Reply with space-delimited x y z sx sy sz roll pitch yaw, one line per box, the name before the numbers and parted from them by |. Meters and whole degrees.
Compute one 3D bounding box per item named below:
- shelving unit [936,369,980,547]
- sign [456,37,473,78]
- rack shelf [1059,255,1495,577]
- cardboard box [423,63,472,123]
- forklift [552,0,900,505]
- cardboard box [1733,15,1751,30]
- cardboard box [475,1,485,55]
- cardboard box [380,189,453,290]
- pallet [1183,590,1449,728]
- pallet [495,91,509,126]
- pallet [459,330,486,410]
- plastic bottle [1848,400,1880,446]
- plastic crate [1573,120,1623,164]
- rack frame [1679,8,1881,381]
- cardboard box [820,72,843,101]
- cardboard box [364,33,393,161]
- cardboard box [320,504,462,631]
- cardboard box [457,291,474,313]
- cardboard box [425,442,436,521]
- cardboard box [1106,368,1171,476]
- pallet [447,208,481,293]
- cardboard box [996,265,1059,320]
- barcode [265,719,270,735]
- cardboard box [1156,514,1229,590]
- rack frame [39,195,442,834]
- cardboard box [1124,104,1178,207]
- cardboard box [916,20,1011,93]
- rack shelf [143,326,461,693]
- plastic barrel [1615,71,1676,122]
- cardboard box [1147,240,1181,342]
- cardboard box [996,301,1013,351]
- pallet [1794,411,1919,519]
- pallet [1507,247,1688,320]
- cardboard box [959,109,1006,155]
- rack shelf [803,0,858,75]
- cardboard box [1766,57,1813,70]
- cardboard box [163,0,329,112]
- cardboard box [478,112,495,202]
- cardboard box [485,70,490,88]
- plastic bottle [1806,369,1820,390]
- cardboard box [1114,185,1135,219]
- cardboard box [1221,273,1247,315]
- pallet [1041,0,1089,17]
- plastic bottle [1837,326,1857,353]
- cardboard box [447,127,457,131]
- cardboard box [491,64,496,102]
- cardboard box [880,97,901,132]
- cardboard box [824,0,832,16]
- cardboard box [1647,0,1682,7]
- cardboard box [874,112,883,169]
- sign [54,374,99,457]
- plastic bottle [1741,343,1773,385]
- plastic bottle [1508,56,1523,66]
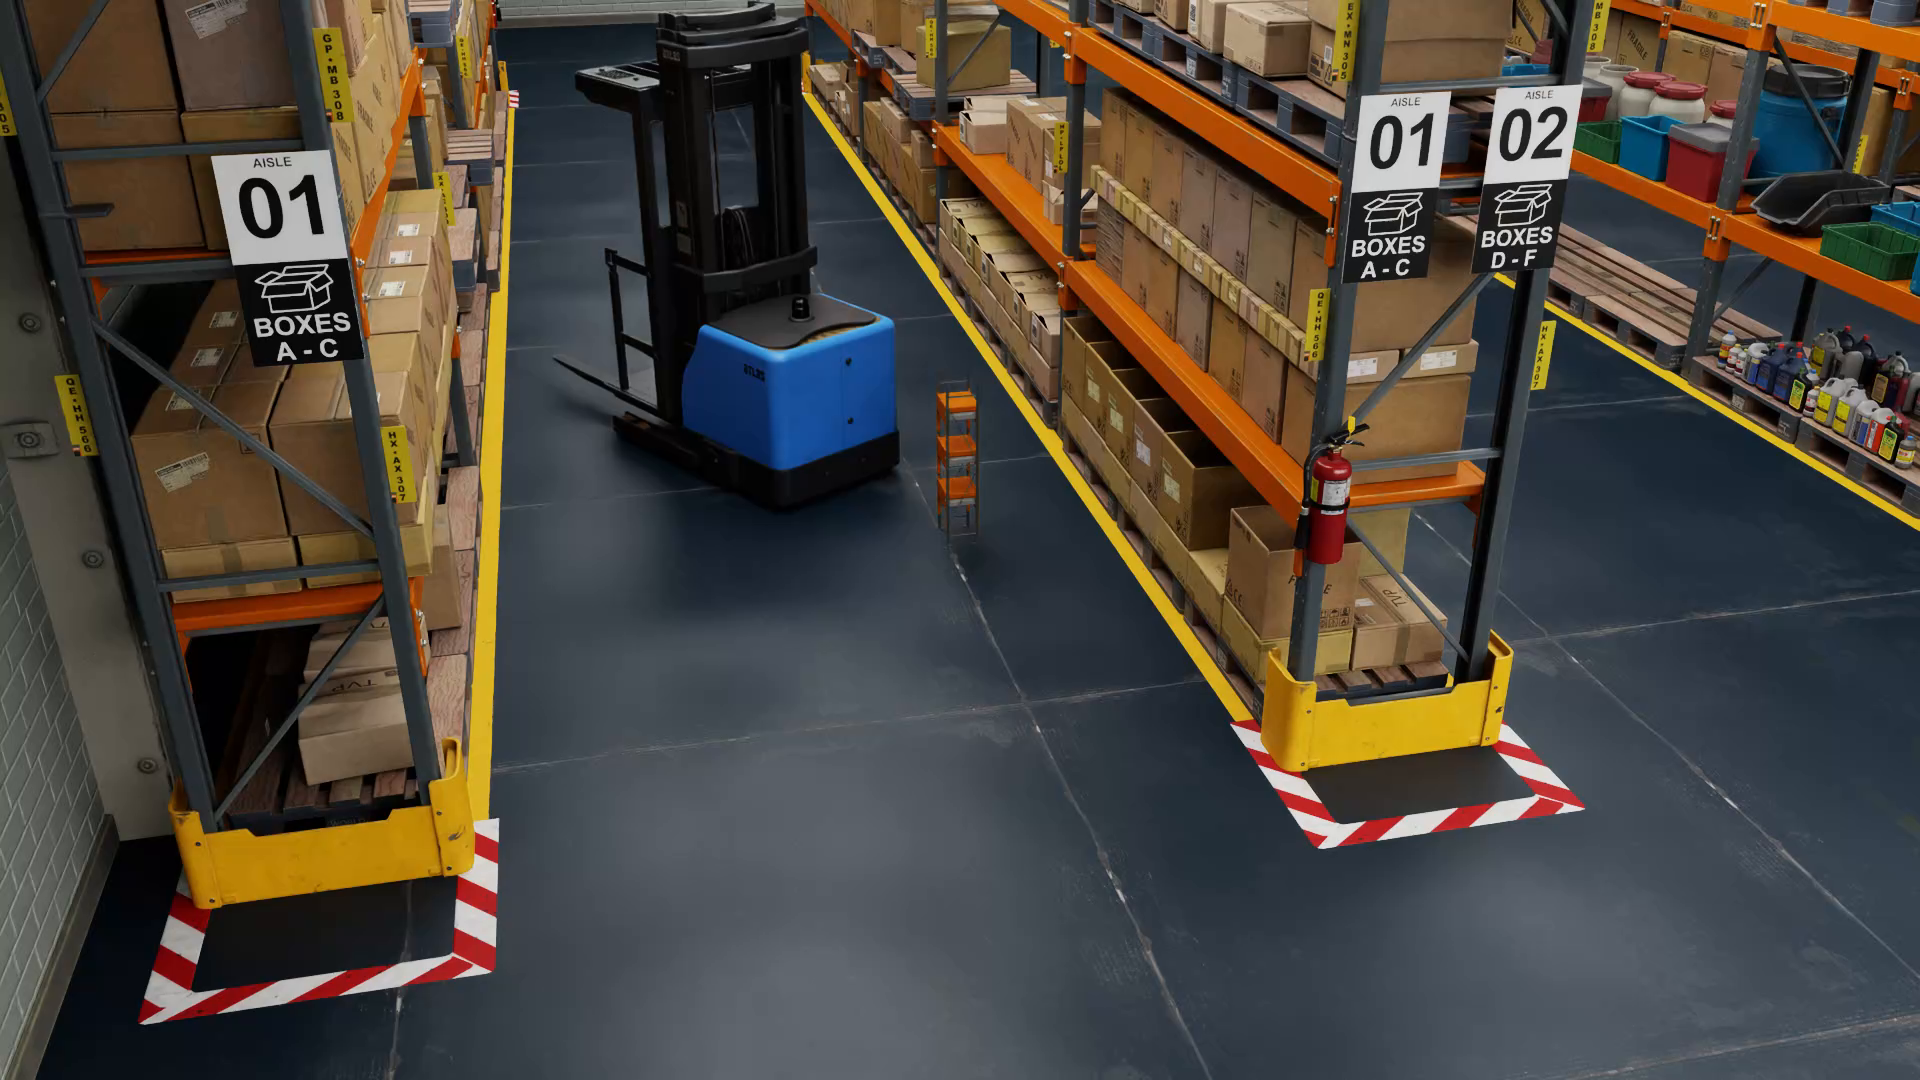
shelving unit | -0.012 -0.492 10.060 0.215 1.050 0.252 -6 27 -12
sign | -4.017 -3.906 13.463 0.100 0.325 0.005 -6 27 -12
rack shelf | 1.634 -0.915 9.532 1.077 0.370 4.000 -6 27 -12
cardboard box | -4.404 -3.791 13.969 0.500 0.500 0.500 -5 27 -10
forklift | -1.782 -2.100 11.158 1.130 2.935 3.031 -23 35 -38
cardboard box | 9.119 -6.007 18.712 0.500 0.500 0.500 -7 28 -13
cardboard box | -5.551 -5.495 17.476 0.980 0.700 0.700 -6 27 -11
cardboard box | -3.234 -1.710 9.621 0.500 0.500 0.500 -6 27 -12
pallet | 1.872 0.555 8.916 1.003 0.211 1.213 -6 27 -12
pallet | -6.090 -5.290 20.496 1.003 0.211 1.213 -6 27 -12
pallet | -4.098 -1.243 12.478 1.003 0.211 1.213 -6 27 -12
plastic bottle | 6.009 -0.776 10.993 0.152 0.276 0.135 -7 28 -13
plastic crate | 5.343 -3.257 13.609 0.450 0.188 0.662 -6 27 -12
rack frame | 6.010 -2.616 12.103 1.000 3.000 0.127 -6 27 -12
cardboard box | -1.450 -5.645 20.668 0.500 0.250 0.500 -6 27 -12
cardboard box | -2.780 -1.885 7.194 0.500 0.500 0.500 -5 27 -9
cardboard box | -3.054 0.176 8.859 0.700 0.500 0.500 -8 28 -15
cardboard box | -4.331 -2.135 13.437 0.700 0.500 0.500 -6 27 -11
cardboard box | -2.672 -0.268 7.597 0.500 0.250 0.500 -7 28 -13
cardboard box | 1.208 -0.735 10.130 0.500 0.500 0.500 -6 27 -12
pallet | -3.673 -1.874 10.847 1.003 0.211 1.213 -6 27 -12
cardboard box | 0.579 -1.920 12.689 0.500 0.311 0.500 -6 27 -12
barcode | -3.203 0.866 7.691 0.001 0.075 0.075 -6 27 -12
cardboard box | 1.437 0.039 9.430 0.500 0.250 0.500 -6 27 -12
rack frame | -2.741 0.146 6.631 1.000 3.000 0.127 -6 27 -12
cardboard box | 1.404 -2.322 9.971 0.700 0.500 0.500 -6 27 -12
cardboard box | 0.030 -4.367 14.997 0.700 0.500 0.500 -16 31 -29
rack shelf | -3.191 -0.410 8.532 1.077 0.370 4.000 -6 27 -12
plastic barrel | 5.745 -3.631 13.963 0.433 0.535 0.433 0 27 0
cardboard box | 1.524 -1.513 9.808 0.700 0.500 0.500 -6 27 -11
cardboard box | 0.579 -1.674 12.822 0.500 0.250 0.500 -5 27 -10
pallet | 6.399 -0.535 11.076 1.003 0.211 1.213 -6 27 -12
pallet | 5.517 -2.248 14.470 1.003 0.211 1.213 -6 27 -12
cardboard box | 0.295 -3.418 13.792 0.500 0.311 0.500 -6 27 -12
rack shelf | -1.070 -6.183 19.969 1.077 0.370 4.000 -6 27 -12
cardboard box | 9.605 -4.811 18.344 1.225 0.875 0.875 -6 27 -11
cardboard box | -2.591 -1.886 6.087 0.500 0.500 0.500 -8 28 -15
cardboard box | -4.969 -3.687 16.146 0.750 0.750 0.750 -5 27 -10
cardboard box | -5.531 -5.219 18.850 0.380 0.149 0.250 -7 28 -13
plastic bottle | 5.900 -1.054 11.549 0.097 0.271 0.097 0 27 0
cardboard box | 1.172 -2.087 10.226 0.380 0.149 0.250 -7 28 -13
cardboard box | 1.581 -1.294 8.653 0.380 0.149 0.250 -5 27 -10
pallet | 0.972 -3.754 11.242 0.805 0.209 1.217 -7 28 -14
plastic bottle | 6.436 -1.376 12.099 0.144 0.351 0.185 -7 28 -13
cardboard box | -4.392 -3.430 13.974 0.380 0.149 0.250 -6 27 -12
cardboard box | -6.091 -5.652 20.427 0.700 0.500 0.500 -6 27 -12
cardboard box | -0.523 -4.365 17.023 0.500 0.250 0.500 -6 27 -11
cardboard box | -1.335 -6.539 19.766 0.500 0.500 0.500 -6 27 -11
cardboard box | 8.645 -6.619 20.314 0.380 0.149 0.250 -6 27 -11
cardboard box | -0.617 -4.237 17.601 0.500 0.500 0.500 -6 27 -11
sign | -3.286 -0.464 6.204 0.100 0.325 0.005 -6 27 -12
plastic bottle | 5.754 -1.272 11.977 0.152 0.276 0.135 -5 27 -10
plastic bottle | 5.326 -4.539 16.051 0.152 0.276 0.135 -6 27 -12
